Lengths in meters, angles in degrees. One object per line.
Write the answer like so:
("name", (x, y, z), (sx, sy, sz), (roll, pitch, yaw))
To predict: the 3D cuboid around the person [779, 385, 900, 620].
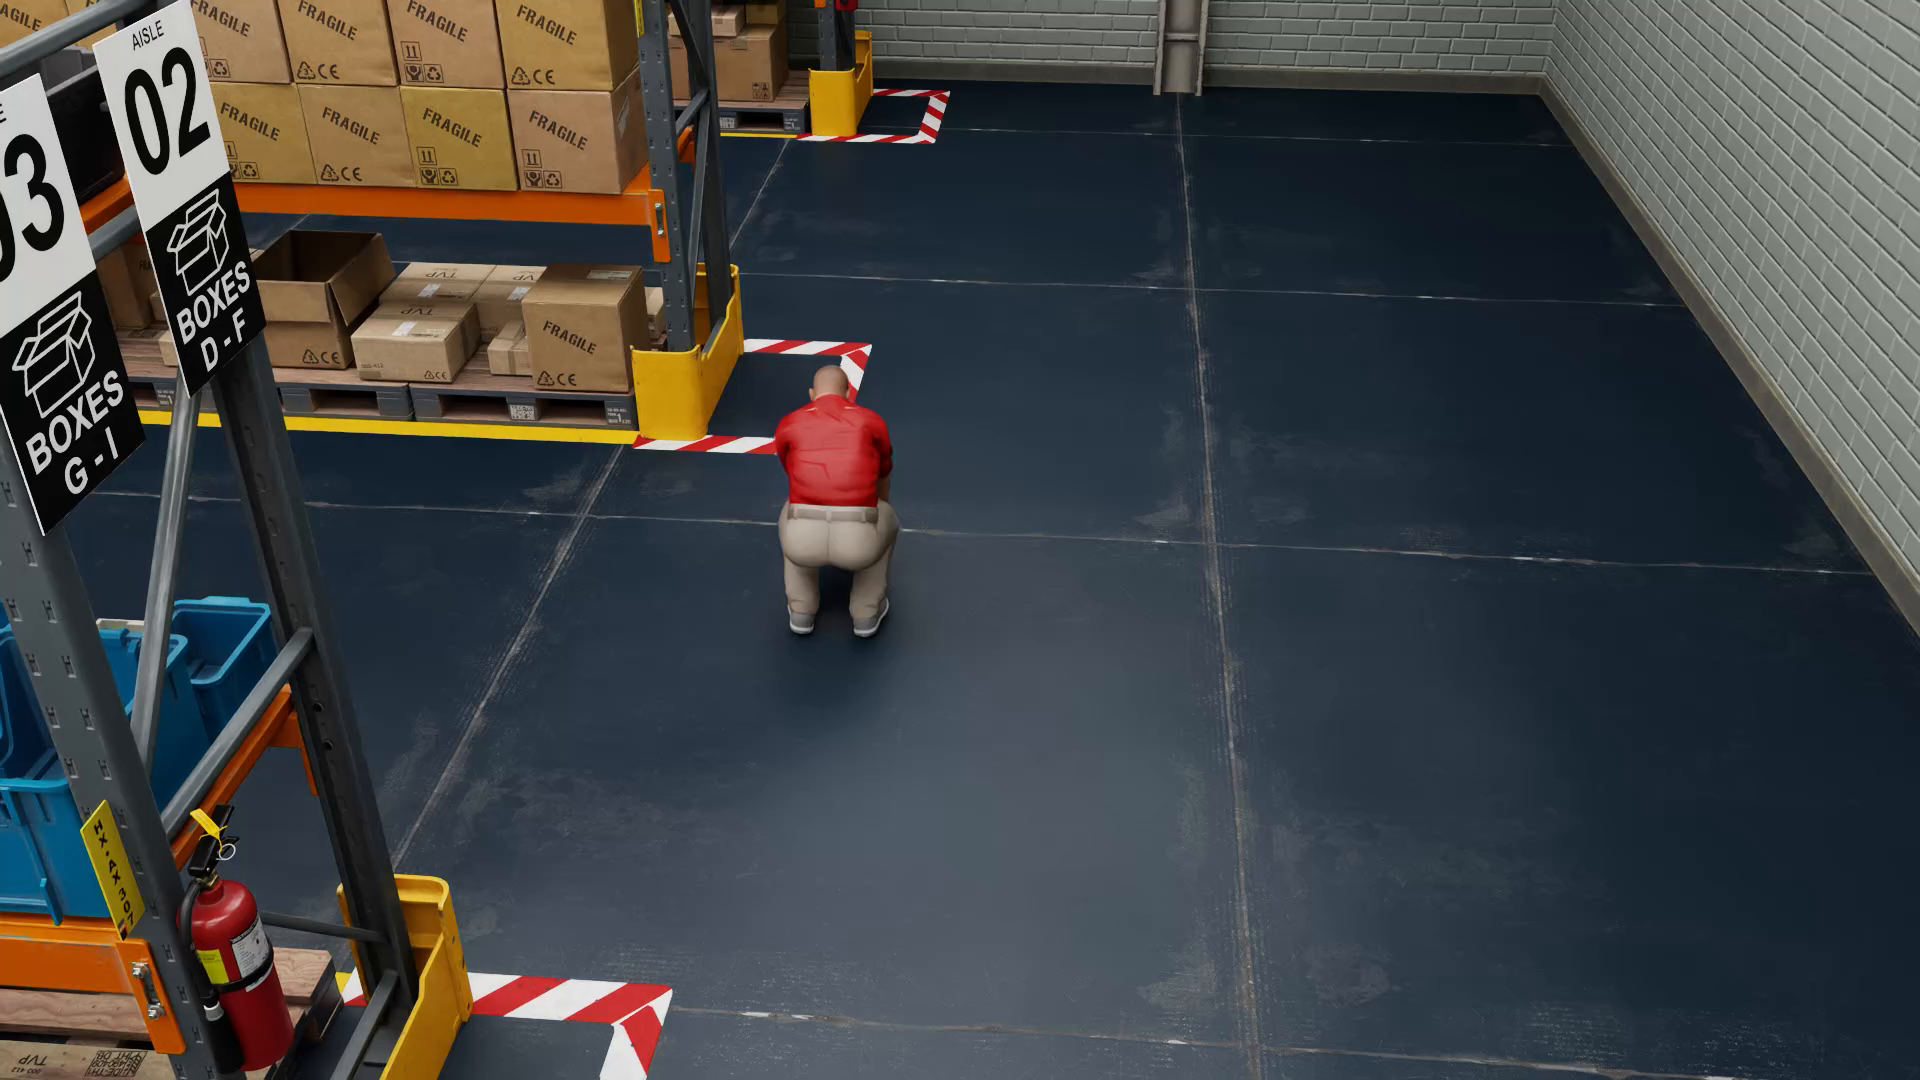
("person", (-0.531, -0.130, 7.090), (0.527, 0.856, 0.823), (2, 32, 3))
